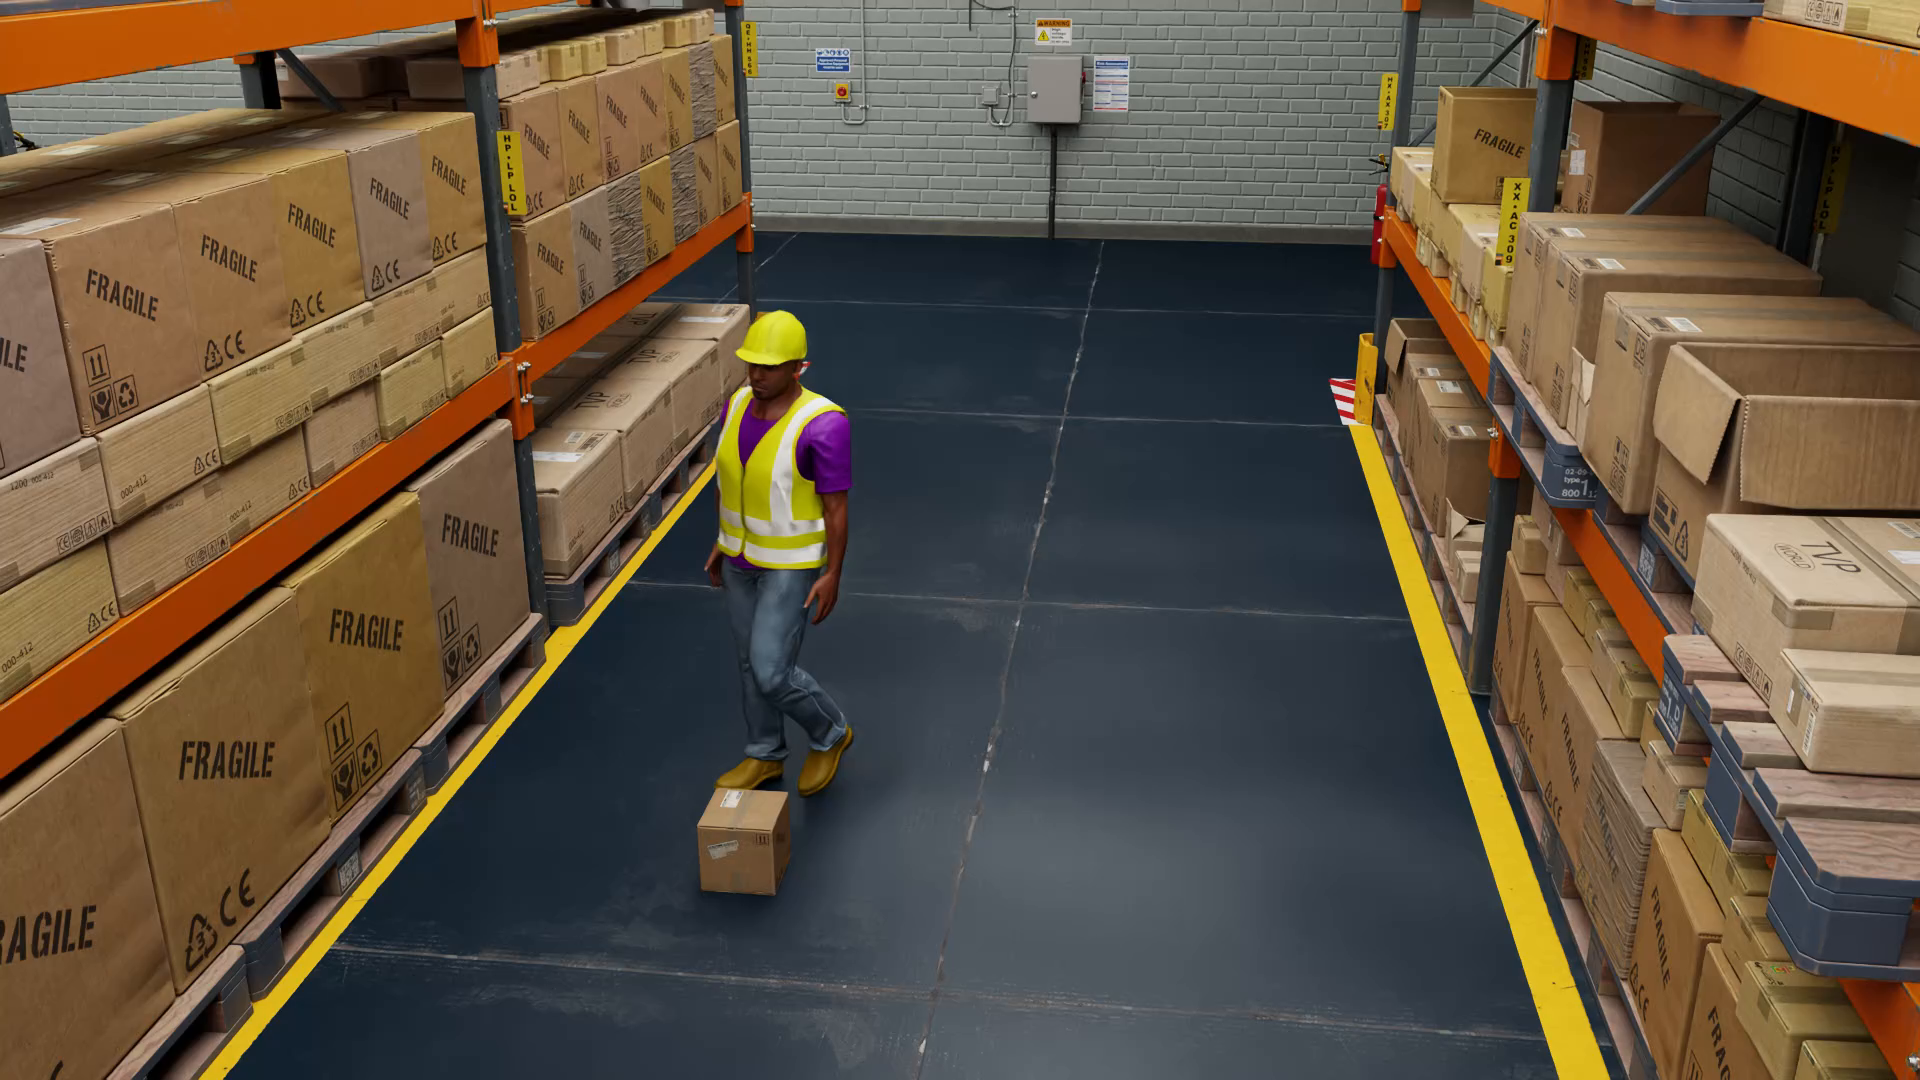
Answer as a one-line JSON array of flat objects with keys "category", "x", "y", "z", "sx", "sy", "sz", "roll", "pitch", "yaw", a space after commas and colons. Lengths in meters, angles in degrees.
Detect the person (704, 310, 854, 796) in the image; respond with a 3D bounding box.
[{"category": "person", "x": -0.677, "y": 0.073, "z": 5.838, "sx": 0.613, "sy": 1.763, "sz": 0.466, "roll": 16, "pitch": 26, "yaw": 36}]
